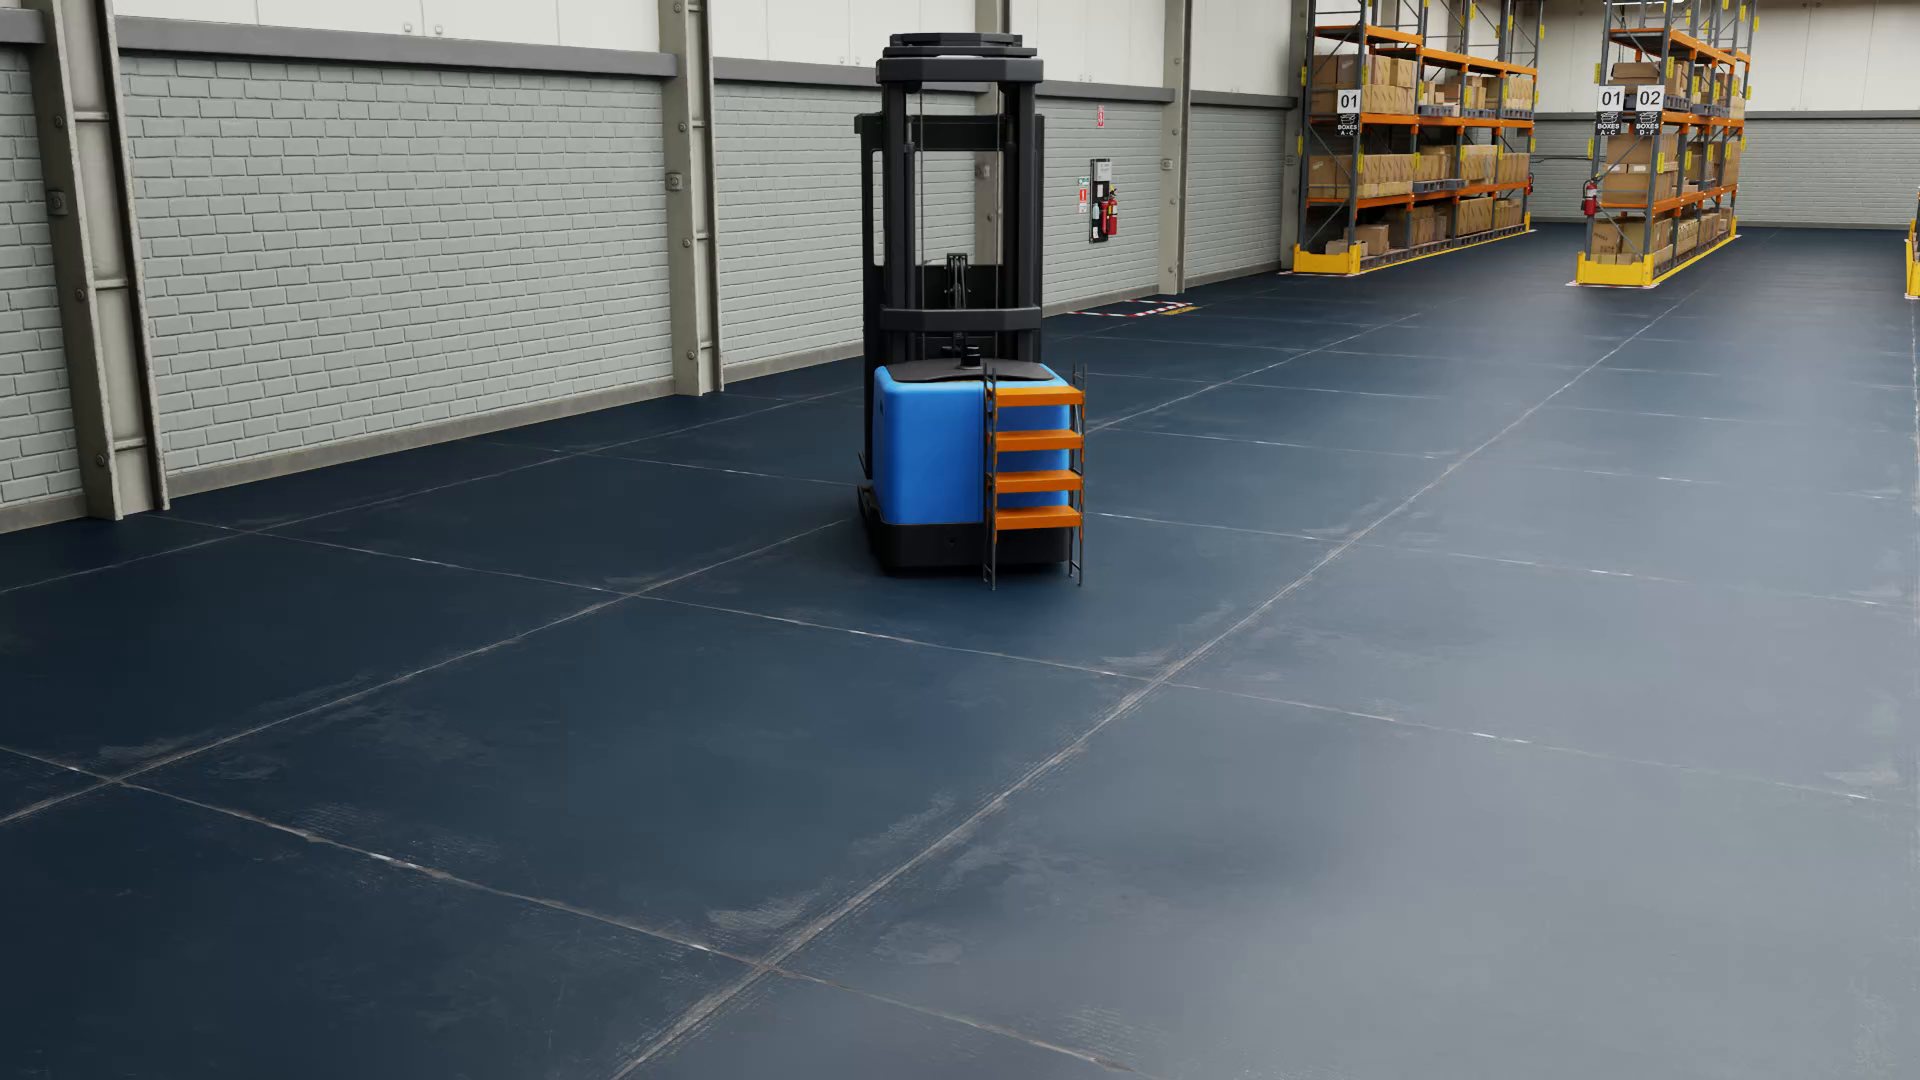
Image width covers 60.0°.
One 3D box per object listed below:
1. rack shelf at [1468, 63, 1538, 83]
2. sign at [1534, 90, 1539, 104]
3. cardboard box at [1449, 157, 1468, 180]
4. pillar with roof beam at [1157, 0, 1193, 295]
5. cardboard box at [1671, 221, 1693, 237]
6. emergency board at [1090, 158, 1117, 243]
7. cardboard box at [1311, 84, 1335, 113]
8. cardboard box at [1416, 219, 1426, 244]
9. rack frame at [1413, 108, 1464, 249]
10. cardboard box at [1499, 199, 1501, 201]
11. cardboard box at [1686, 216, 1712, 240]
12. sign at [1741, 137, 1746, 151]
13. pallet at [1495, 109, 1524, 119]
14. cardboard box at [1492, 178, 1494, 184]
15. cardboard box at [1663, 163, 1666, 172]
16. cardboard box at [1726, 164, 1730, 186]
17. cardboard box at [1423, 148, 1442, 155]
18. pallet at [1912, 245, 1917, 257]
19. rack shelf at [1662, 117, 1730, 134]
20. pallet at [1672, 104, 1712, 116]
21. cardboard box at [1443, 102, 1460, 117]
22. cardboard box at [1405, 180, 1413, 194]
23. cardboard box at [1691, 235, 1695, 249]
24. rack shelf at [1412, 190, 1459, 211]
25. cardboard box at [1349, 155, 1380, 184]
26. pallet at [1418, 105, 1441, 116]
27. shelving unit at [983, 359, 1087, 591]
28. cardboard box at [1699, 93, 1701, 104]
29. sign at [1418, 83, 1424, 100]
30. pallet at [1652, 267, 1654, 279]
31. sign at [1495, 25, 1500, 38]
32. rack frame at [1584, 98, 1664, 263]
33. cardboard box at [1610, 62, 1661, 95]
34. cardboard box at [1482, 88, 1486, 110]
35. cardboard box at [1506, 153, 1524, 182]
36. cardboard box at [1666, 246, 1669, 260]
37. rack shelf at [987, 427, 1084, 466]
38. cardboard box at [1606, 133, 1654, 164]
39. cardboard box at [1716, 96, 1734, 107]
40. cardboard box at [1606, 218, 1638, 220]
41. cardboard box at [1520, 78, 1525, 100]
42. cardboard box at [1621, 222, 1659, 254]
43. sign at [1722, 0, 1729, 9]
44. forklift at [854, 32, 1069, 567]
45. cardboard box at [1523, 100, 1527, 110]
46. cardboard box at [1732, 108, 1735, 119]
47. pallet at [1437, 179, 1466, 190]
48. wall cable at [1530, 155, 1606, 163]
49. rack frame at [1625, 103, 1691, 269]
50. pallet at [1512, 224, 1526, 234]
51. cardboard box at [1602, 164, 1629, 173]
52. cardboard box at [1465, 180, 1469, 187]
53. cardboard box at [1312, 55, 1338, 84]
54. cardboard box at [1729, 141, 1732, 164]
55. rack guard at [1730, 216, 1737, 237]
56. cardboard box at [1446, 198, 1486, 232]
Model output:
[{"bbox_3d":[13.392,-11.567,41.202,1.077,0.370,4.000,7,15,28],"label":"rack shelf"},{"bbox_3d":[14.828,-11.391,42.763,0.100,0.325,0.005,7,15,28],"label":"sign"},{"bbox_3d":[10.951,-8.238,36.912,0.500,0.500,0.500,8,16,30],"label":"cardboard box"},{"bbox_3d":[7.074,-7.762,23.030,9.100,9.000,0.400,7,15,28],"label":"pillar with roof beam"},{"bbox_3d":[14.300,-6.198,33.115,0.500,0.311,0.500,7,15,28],"label":"cardboard box"},{"bbox_3d":[2.077,-4.831,23.671,0.194,1.169,0.643,7,15,28],"label":"emergency board"},{"bbox_3d":[6.605,-7.954,29.968,0.500,0.500,0.500,9,16,32],"label":"cardboard box"},{"bbox_3d":[9.387,-6.507,35.018,0.700,0.500,0.500,8,15,29],"label":"cardboard box"},{"bbox_3d":[10.492,-7.964,36.668,1.000,3.000,0.127,7,15,28],"label":"rack frame"},{"bbox_3d":[13.628,-8.648,42.557,0.380,0.149,0.250,8,15,29],"label":"cardboard box"},{"bbox_3d":[16.043,-6.781,36.157,0.500,0.500,0.500,7,15,26],"label":"cardboard box"},{"bbox_3d":[19.174,-9.694,40.700,0.100,0.325,0.005,7,15,28],"label":"sign"},{"bbox_3d":[13.421,-10.616,41.456,1.003,0.211,1.213,7,15,28],"label":"pallet"},{"bbox_3d":[12.510,-8.571,39.678,0.380,0.149,0.250,8,15,29],"label":"cardboard box"},{"bbox_3d":[12.085,-6.498,28.988,0.380,0.149,0.250,8,15,29],"label":"cardboard box"},{"bbox_3d":[17.493,-8.452,38.478,0.500,0.500,0.500,8,16,29],"label":"cardboard box"},{"bbox_3d":[10.209,-8.400,35.940,0.380,0.149,0.250,5,14,19],"label":"cardboard box"},{"bbox_3d":[20.100,-5.902,34.063,1.003,0.211,1.213,7,15,28],"label":"pallet"},{"bbox_3d":[15.797,-8.922,35.778,1.077,0.370,4.000,7,15,28],"label":"rack shelf"},{"bbox_3d":[14.042,-8.391,32.441,1.003,0.211,1.213,8,16,31],"label":"pallet"},{"bbox_3d":[10.380,-9.210,35.585,0.500,0.311,0.500,7,15,28],"label":"cardboard box"},{"bbox_3d":[8.595,-6.949,32.733,0.500,0.250,0.500,7,15,28],"label":"cardboard box"},{"bbox_3d":[14.543,-6.029,33.613,0.500,0.250,0.500,7,15,27],"label":"cardboard box"},{"bbox_3d":[9.525,-7.204,35.050,1.077,0.370,4.000,7,15,28],"label":"rack shelf"},{"bbox_3d":[7.366,-6.788,30.468,0.500,0.500,0.500,7,15,28],"label":"cardboard box"},{"bbox_3d":[8.950,-8.625,33.410,1.213,0.211,1.003,7,15,28],"label":"pallet"},{"bbox_3d":[0.395,-0.350,8.924,0.503,1.200,0.258,-3,14,-11],"label":"shelving unit"},{"bbox_3d":[14.660,-8.894,33.547,0.500,0.250,0.500,6,15,24],"label":"cardboard box"},{"bbox_3d":[9.037,-8.793,32.603,0.100,0.325,0.005,7,15,28],"label":"sign"},{"bbox_3d":[11.296,-4.568,28.532,1.003,0.211,1.213,7,15,28],"label":"pallet"},{"bbox_3d":[13.876,-13.117,42.911,0.100,0.325,0.005,7,15,28],"label":"sign"},{"bbox_3d":[10.963,-5.762,27.535,1.000,3.000,0.127,7,15,28],"label":"rack frame"},{"bbox_3d":[11.244,-7.660,27.593,0.797,0.503,0.637,9,16,32],"label":"cardboard box"},{"bbox_3d":[11.904,-10.337,38.960,0.700,0.500,0.500,6,15,25],"label":"cardboard box"},{"bbox_3d":[13.779,-9.495,42.378,0.980,0.700,0.700,7,15,28],"label":"cardboard box"},{"bbox_3d":[12.613,-5.229,30.294,0.500,0.250,0.500,7,15,28],"label":"cardboard box"},{"bbox_3d":[0.395,-0.502,8.887,0.480,0.148,0.258,-3,14,-11],"label":"rack shelf"},{"bbox_3d":[11.225,-6.547,27.807,0.700,0.500,0.500,7,15,28],"label":"cardboard box"},{"bbox_3d":[17.216,-9.924,37.651,0.500,0.250,0.500,7,15,28],"label":"cardboard box"},{"bbox_3d":[11.915,-5.550,30.025,0.500,0.500,0.500,7,15,28],"label":"cardboard box"},{"bbox_3d":[13.748,-11.217,41.373,0.500,0.500,0.500,7,15,26],"label":"cardboard box"},{"bbox_3d":[11.657,-5.182,28.498,0.500,0.500,0.500,7,15,28],"label":"cardboard box"},{"bbox_3d":[15.318,-10.789,33.254,0.100,0.325,0.005,7,15,28],"label":"sign"},{"bbox_3d":[-0.073,-1.570,10.292,1.130,2.935,3.031,-2,14,-7],"label":"forklift"},{"bbox_3d":[13.987,-10.956,41.889,0.500,0.250,0.500,7,15,26],"label":"cardboard box"},{"bbox_3d":[17.461,-9.783,38.134,0.500,0.250,0.500,7,15,28],"label":"cardboard box"},{"bbox_3d":[10.241,-7.713,36.034,1.213,0.211,1.003,7,15,28],"label":"pallet"},{"bbox_3d":[17.406,-12.132,47.782,3.097,2.526,0.112,7,15,28],"label":"wall cable"},{"bbox_3d":[12.896,-6.583,30.939,1.000,3.000,0.127,7,15,28],"label":"rack frame"},{"bbox_3d":[14.041,-8.077,43.085,1.003,0.211,1.213,7,15,28],"label":"pallet"},{"bbox_3d":[10.981,-6.226,27.862,0.380,0.149,0.250,7,15,27],"label":"cardboard box"},{"bbox_3d":[11.186,-7.989,37.263,0.380,0.149,0.250,8,16,30],"label":"cardboard box"},{"bbox_3d":[6.604,-8.443,29.867,0.500,0.500,0.500,8,16,31],"label":"cardboard box"},{"bbox_3d":[17.487,-8.930,38.326,0.500,0.500,0.500,7,15,26],"label":"cardboard box"},{"bbox_3d":[18.661,-7.814,41.379,1.175,0.500,0.348,7,15,28],"label":"rack guard"},{"bbox_3d":[11.798,-7.613,38.902,0.750,0.750,0.750,8,16,30],"label":"cardboard box"}]
